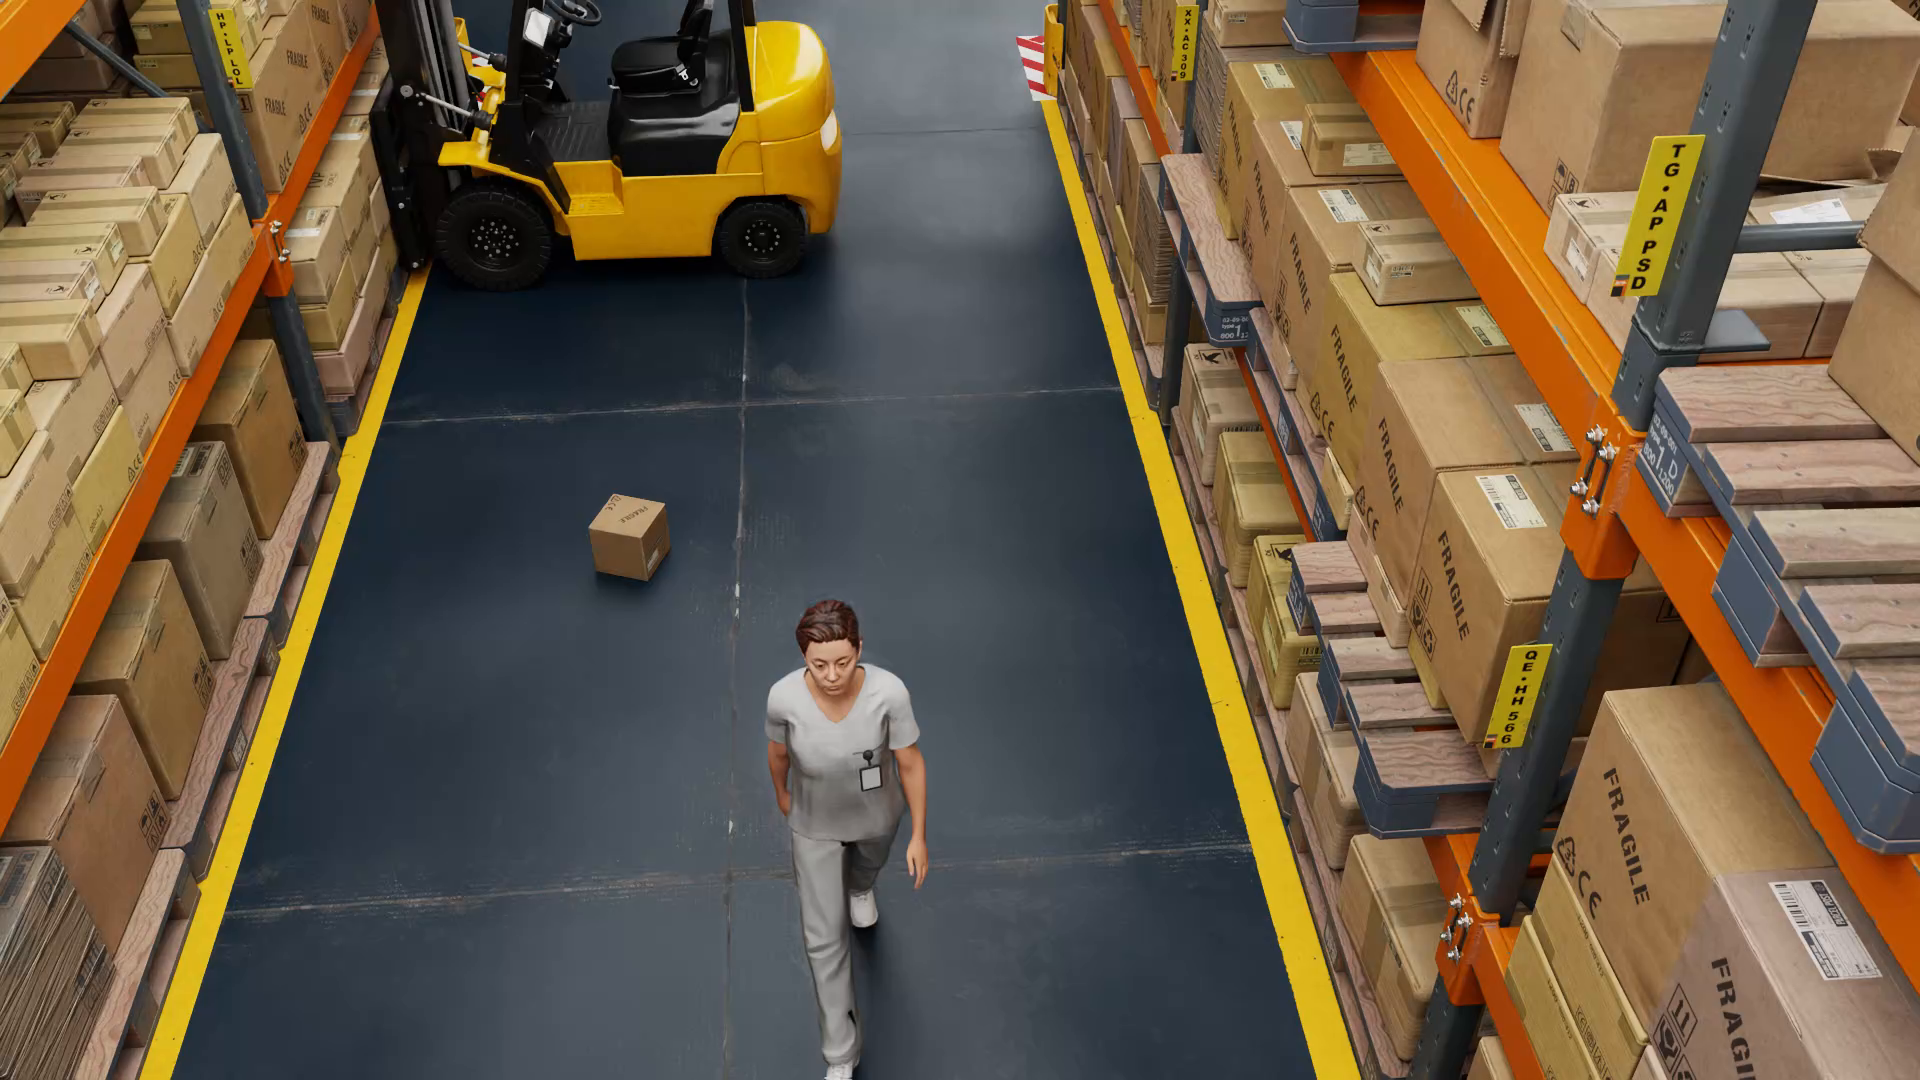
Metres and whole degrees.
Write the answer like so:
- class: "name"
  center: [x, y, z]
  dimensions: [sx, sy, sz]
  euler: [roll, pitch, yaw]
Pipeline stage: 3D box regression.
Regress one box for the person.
- class: "person"
  center: [-0.329, 0.873, 5.071]
  dimensions: [0.459, 1.604, 1.029]
  euler: [-7, 40, -8]
